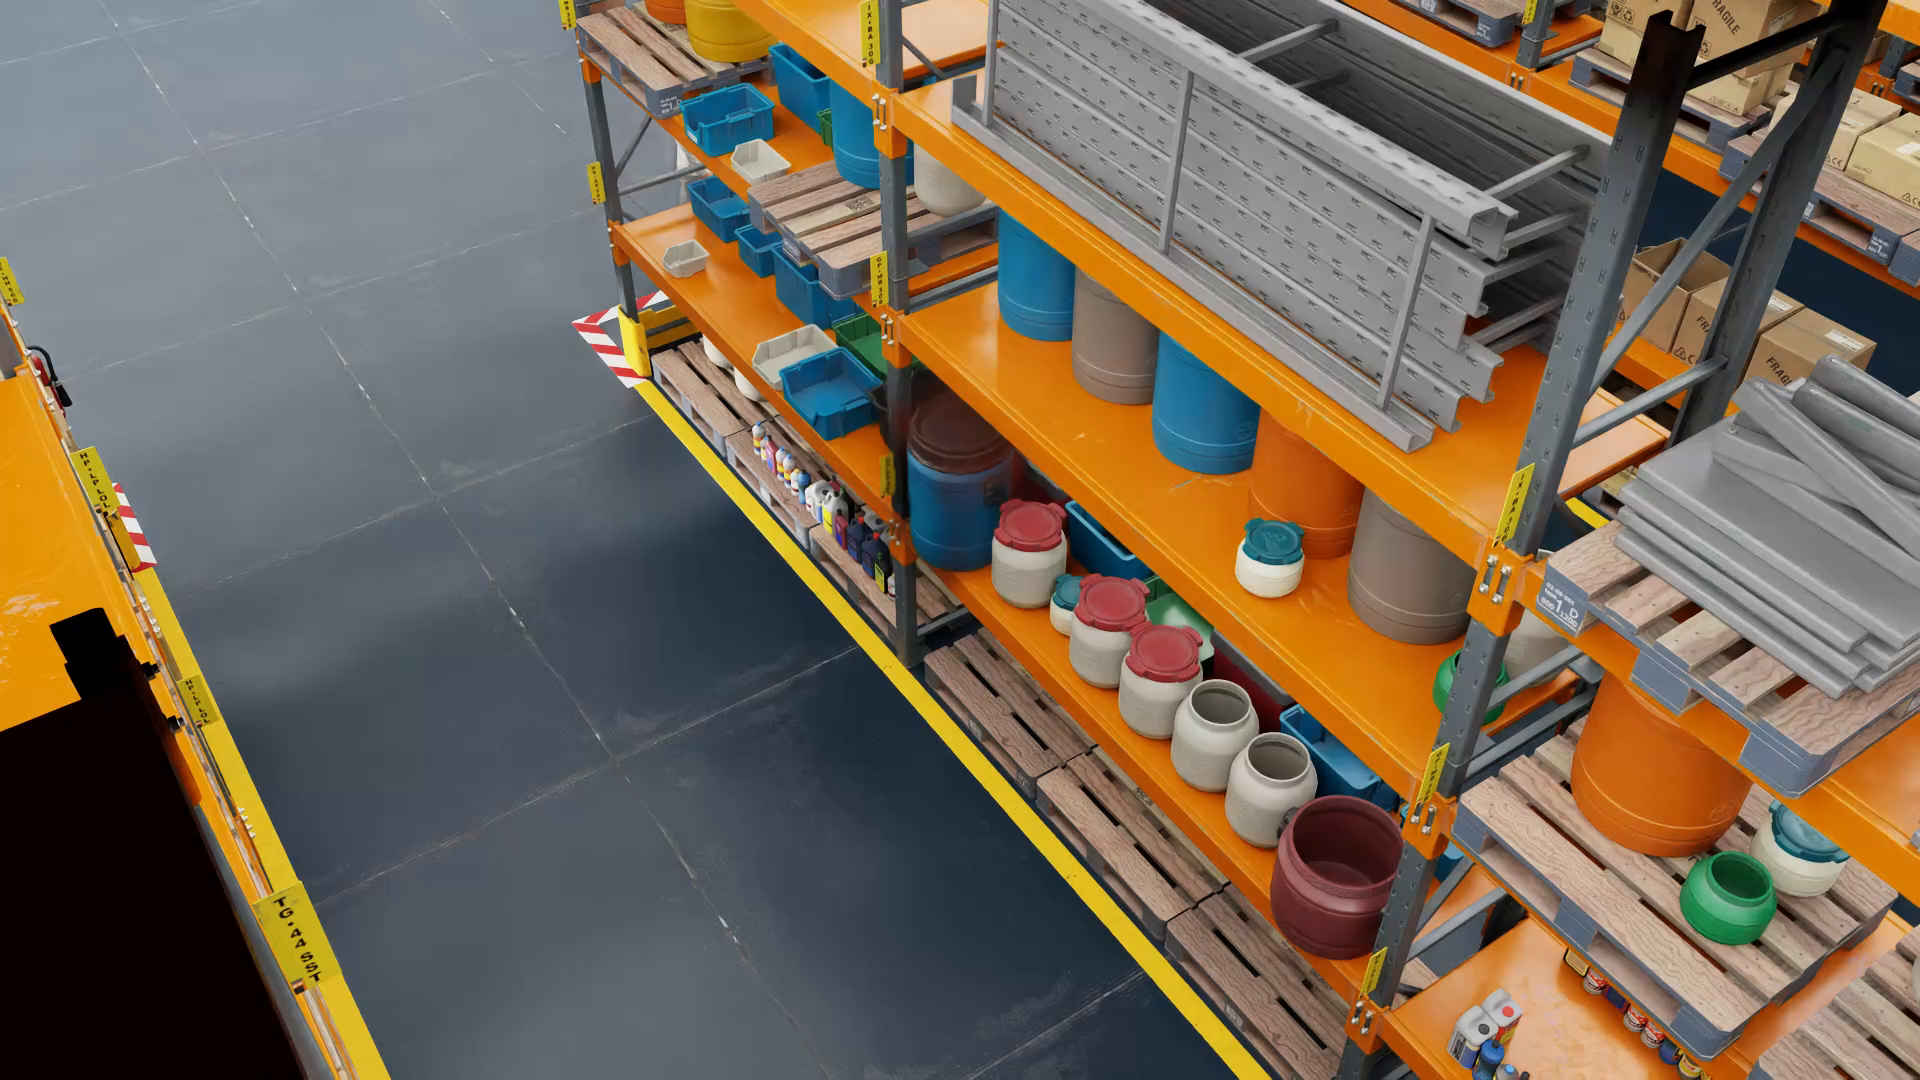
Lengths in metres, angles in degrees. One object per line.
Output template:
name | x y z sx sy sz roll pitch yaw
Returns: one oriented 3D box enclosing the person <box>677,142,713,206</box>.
person | -2.152 -3.150 13.903 0.832 1.769 0.557 -2 43 -2
